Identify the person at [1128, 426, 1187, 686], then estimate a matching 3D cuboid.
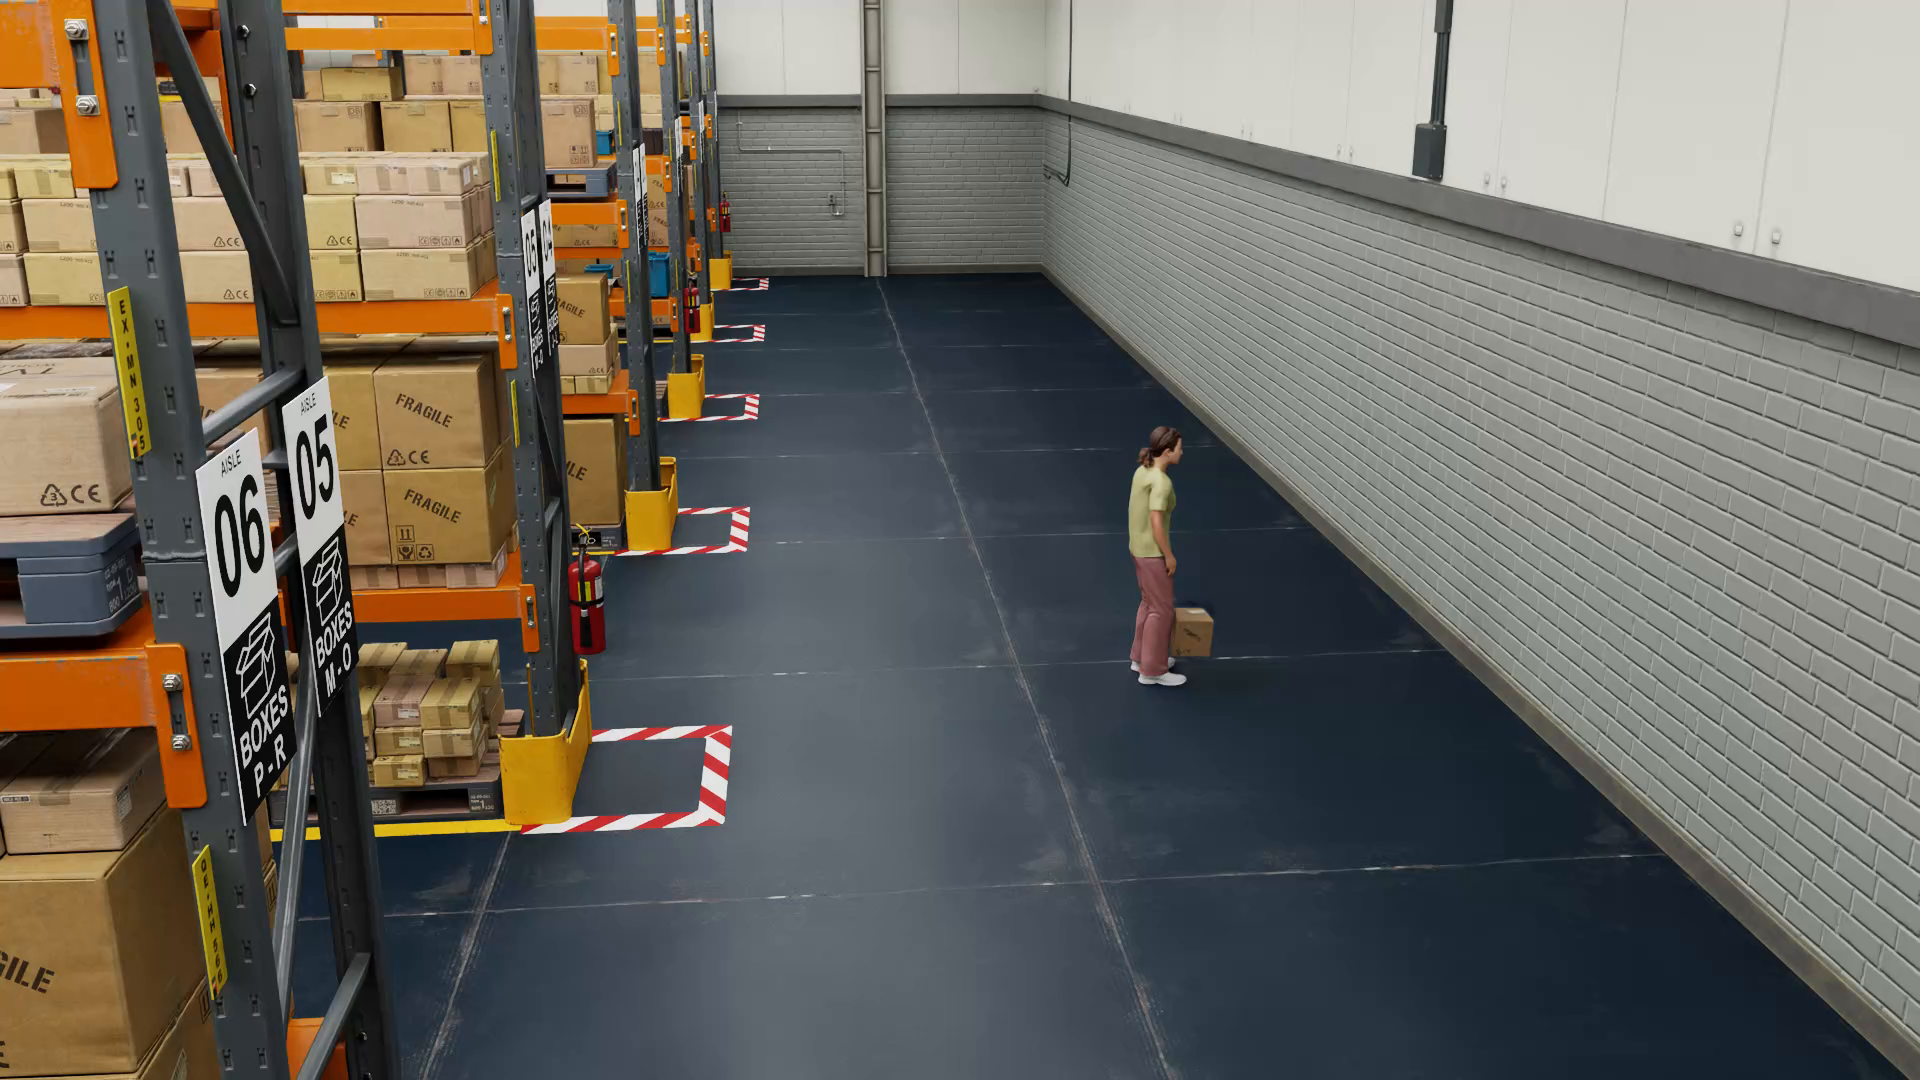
[{"bbox_3d":[1.273,0.086,10.756,0.364,1.674,0.488,-2,17,-7],"label":"person"}]
